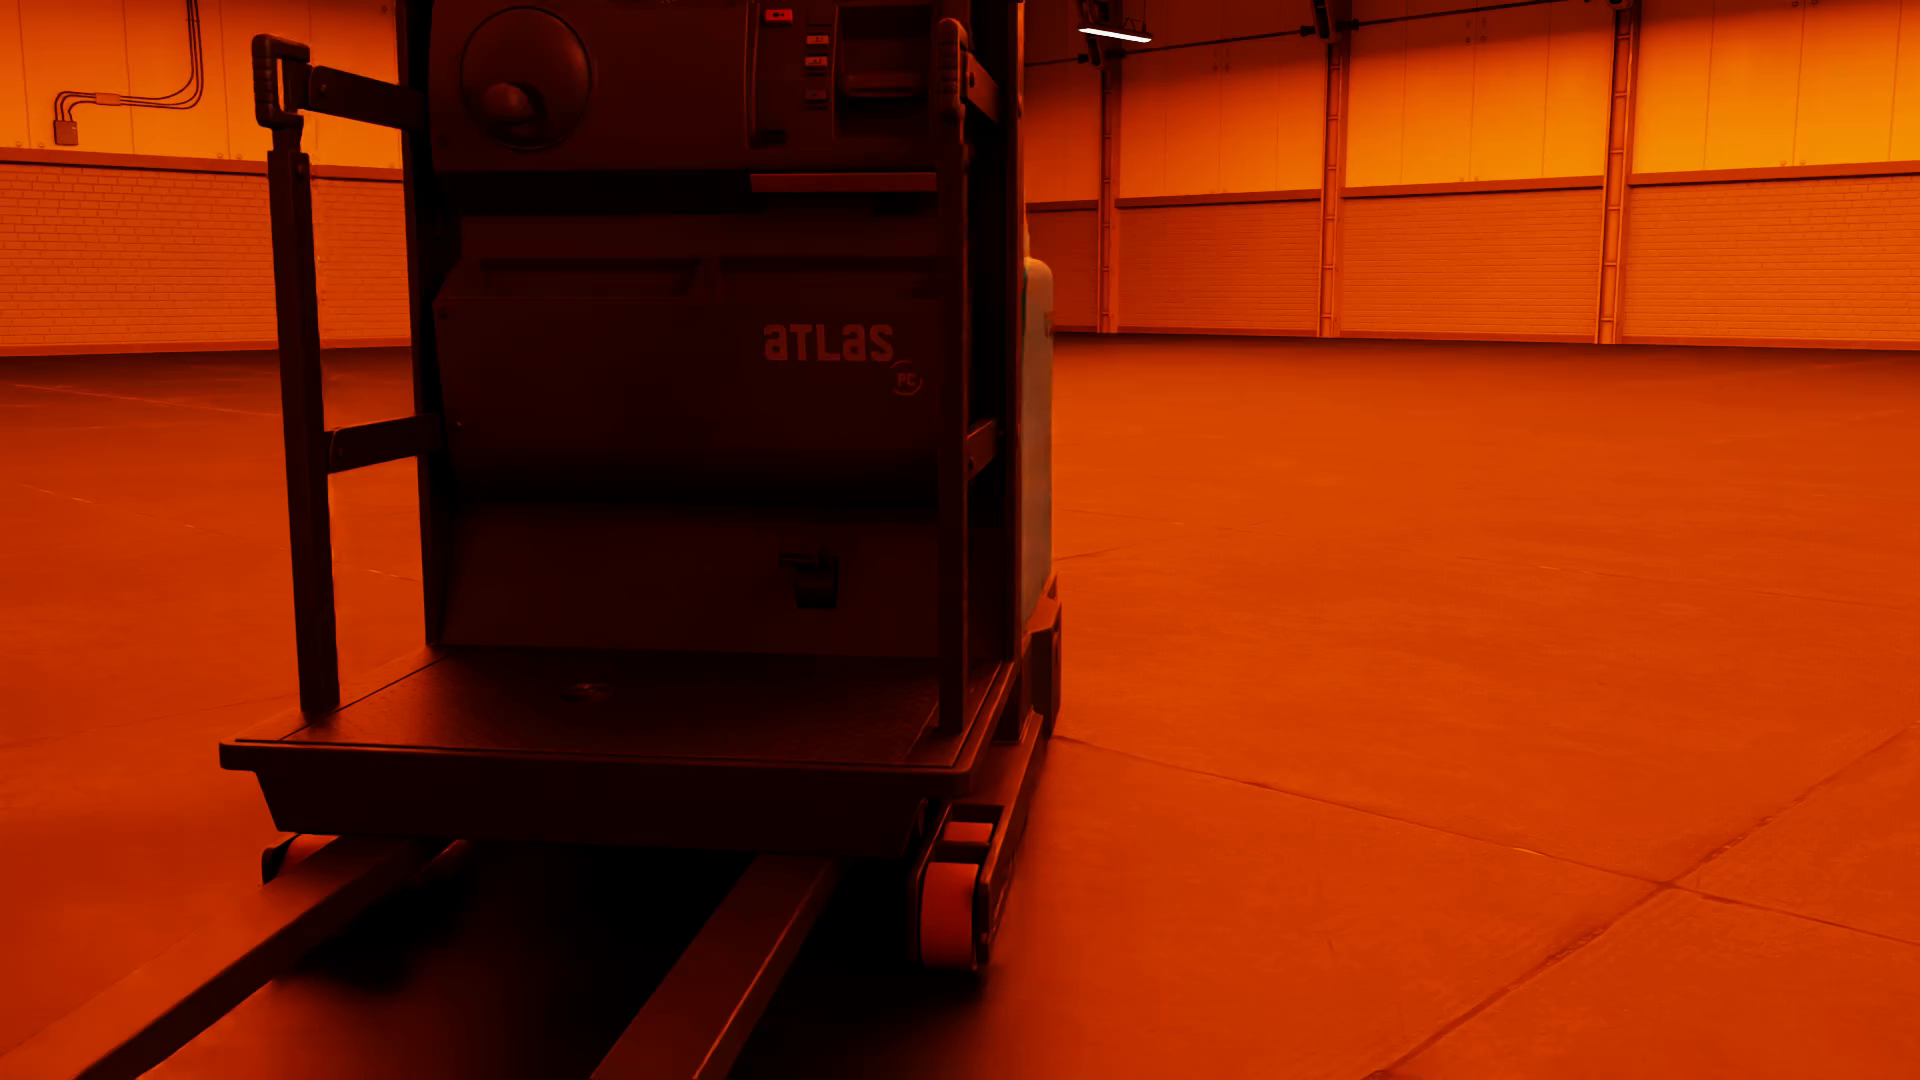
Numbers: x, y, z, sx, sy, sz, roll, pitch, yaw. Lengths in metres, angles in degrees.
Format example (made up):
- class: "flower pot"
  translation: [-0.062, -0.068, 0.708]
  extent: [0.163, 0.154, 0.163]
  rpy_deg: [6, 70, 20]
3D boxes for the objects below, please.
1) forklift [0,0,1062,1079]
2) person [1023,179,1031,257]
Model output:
- class: "forklift"
  translation: [-0.466, -0.863, 2.605]
  extent: [1.130, 2.935, 3.031]
  rpy_deg: [1, 9, 7]
- class: "person"
  translation: [-0.039, -0.892, 6.633]
  extent: [0.568, 1.773, 0.632]
  rpy_deg: [8, 12, 43]
